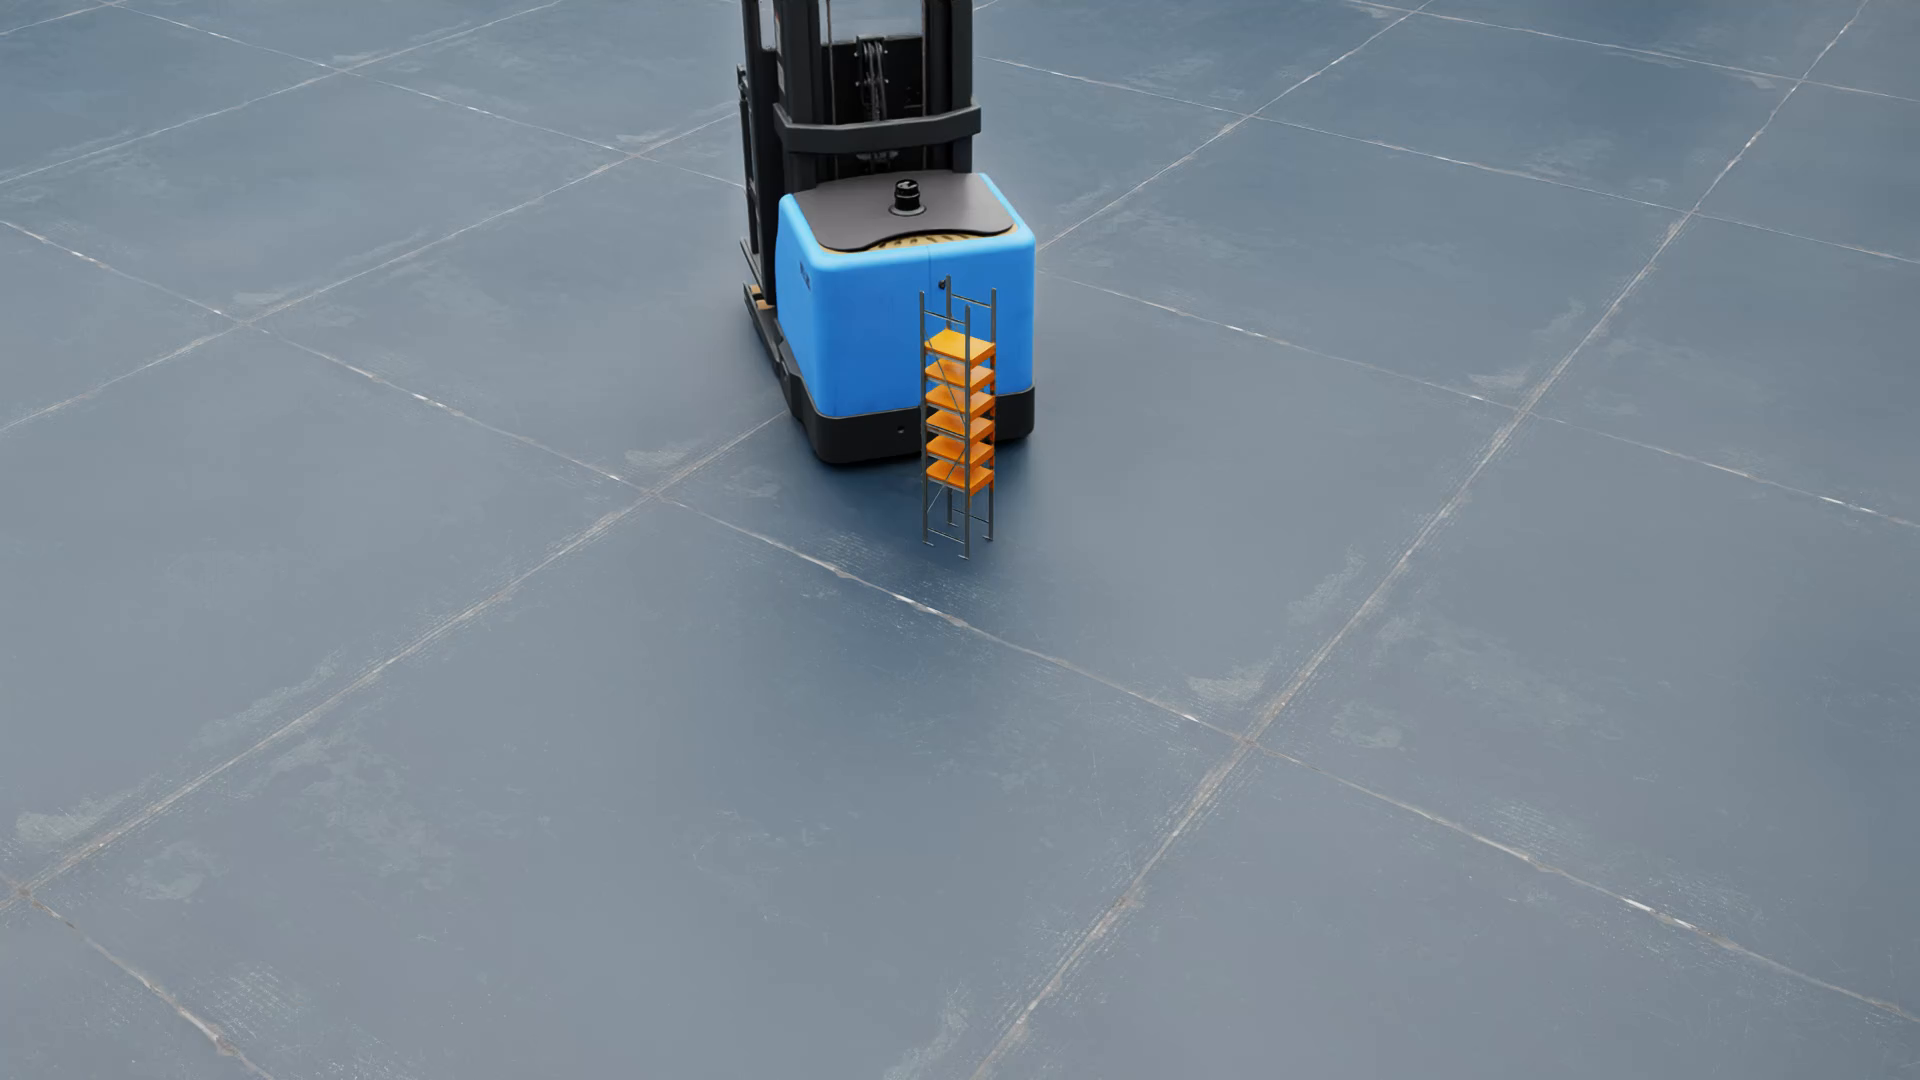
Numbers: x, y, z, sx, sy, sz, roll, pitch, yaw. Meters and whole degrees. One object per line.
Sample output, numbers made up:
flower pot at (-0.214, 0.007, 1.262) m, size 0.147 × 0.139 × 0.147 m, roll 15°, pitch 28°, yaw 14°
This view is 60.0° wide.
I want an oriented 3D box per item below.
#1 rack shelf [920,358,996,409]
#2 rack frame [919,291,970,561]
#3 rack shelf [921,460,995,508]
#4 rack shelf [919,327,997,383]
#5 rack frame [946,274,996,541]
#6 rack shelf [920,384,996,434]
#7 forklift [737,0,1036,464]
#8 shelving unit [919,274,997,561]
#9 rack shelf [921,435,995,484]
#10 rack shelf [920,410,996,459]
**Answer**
rack shelf at (-0.008, -0.652, 6.794) m, size 0.258 × 0.103 × 0.180 m, roll 21°, pitch 39°, yaw 28°
rack frame at (-0.060, -0.448, 6.842) m, size 0.240 × 1.200 × 0.006 m, roll 21°, pitch 39°, yaw 28°
rack shelf at (-0.008, -0.255, 7.063) m, size 0.258 × 0.103 × 0.180 m, roll 21°, pitch 39°, yaw 28°
rack shelf at (-0.008, -0.752, 6.727) m, size 0.258 × 0.103 × 0.180 m, roll 21°, pitch 39°, yaw 28°
rack frame at (0.044, -0.532, 6.966) m, size 0.240 × 1.200 × 0.006 m, roll 21°, pitch 39°, yaw 28°
rack shelf at (-0.008, -0.553, 6.862) m, size 0.258 × 0.103 × 0.180 m, roll 21°, pitch 39°, yaw 28°
forklift at (-0.545, -2.387, 8.164) m, size 1.130 × 2.935 × 3.031 m, roll -9°, pitch 35°, yaw -13°
shelving unit at (-0.008, -0.490, 6.904) m, size 0.258 × 1.200 × 0.189 m, roll 21°, pitch 39°, yaw 28°
rack shelf at (-0.008, -0.354, 6.996) m, size 0.258 × 0.103 × 0.180 m, roll 21°, pitch 39°, yaw 28°
rack shelf at (-0.008, -0.454, 6.929) m, size 0.258 × 0.103 × 0.180 m, roll 21°, pitch 39°, yaw 28°
